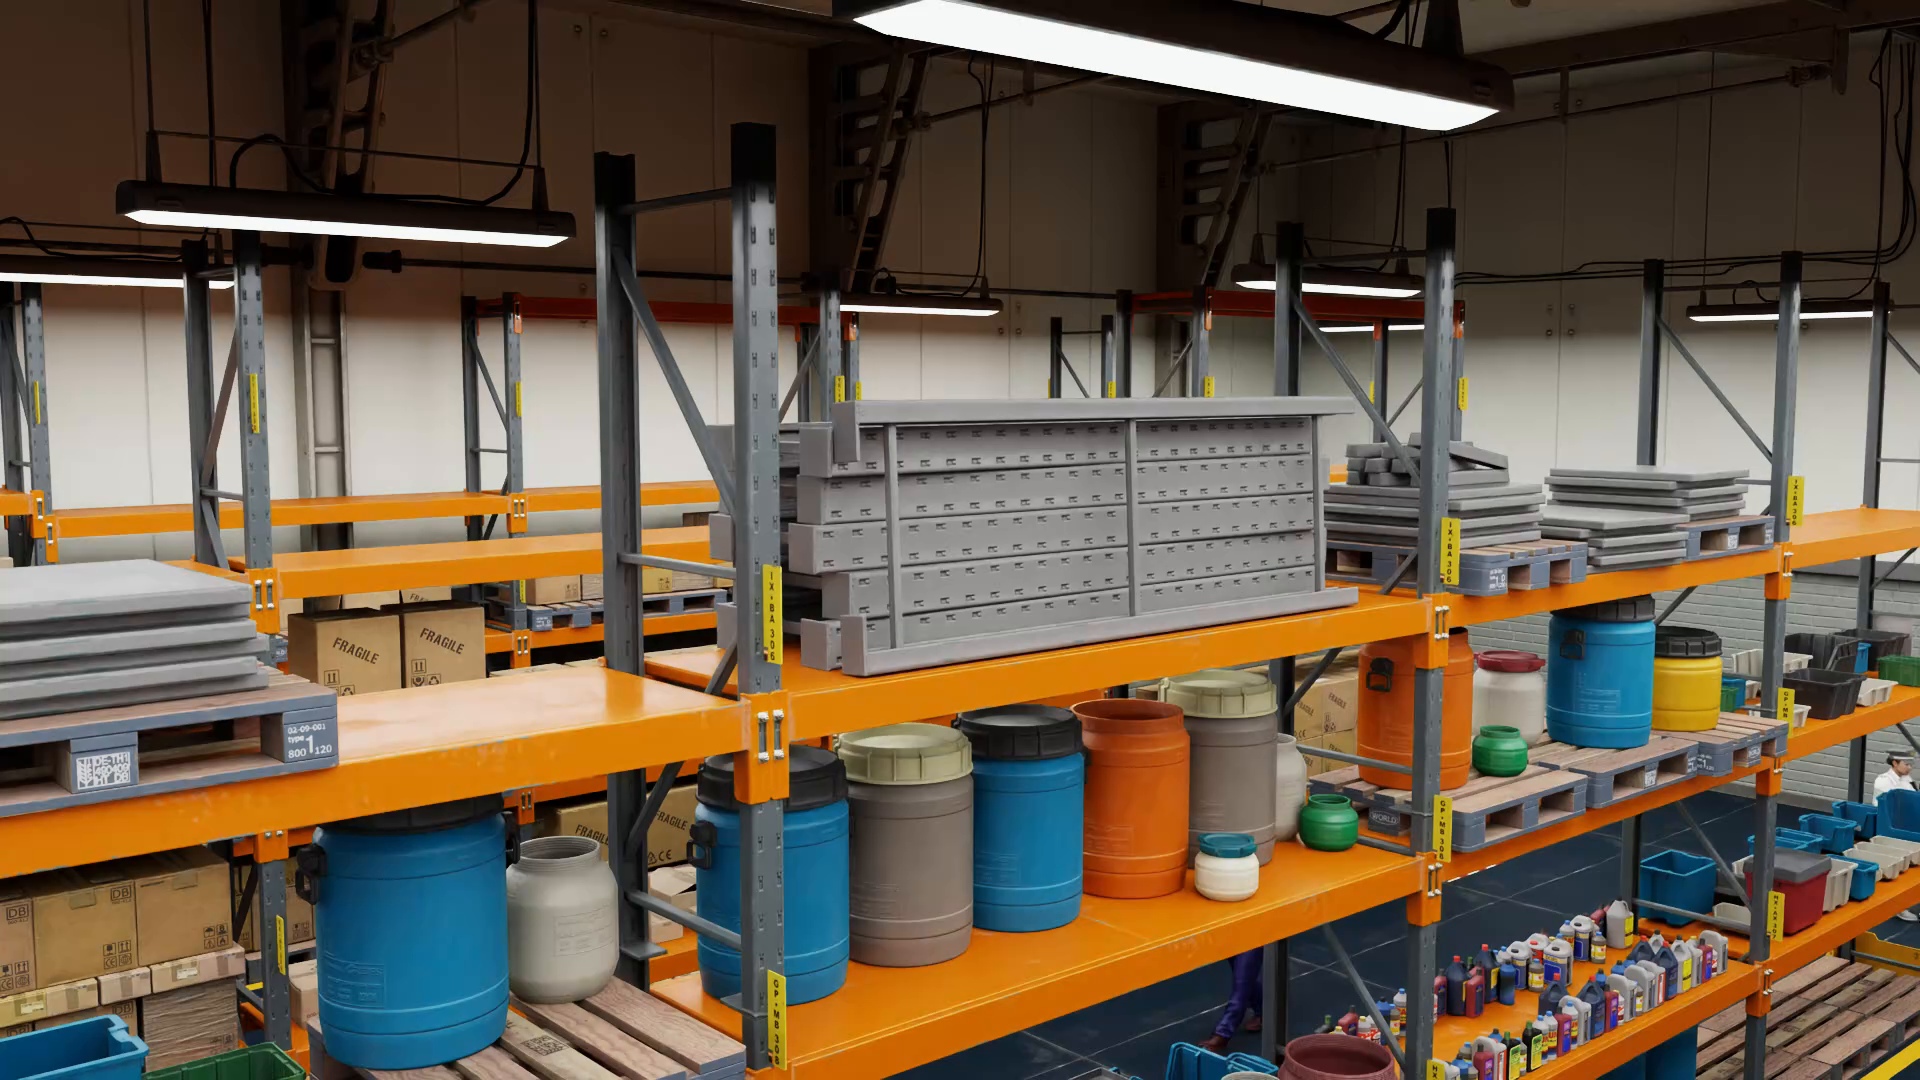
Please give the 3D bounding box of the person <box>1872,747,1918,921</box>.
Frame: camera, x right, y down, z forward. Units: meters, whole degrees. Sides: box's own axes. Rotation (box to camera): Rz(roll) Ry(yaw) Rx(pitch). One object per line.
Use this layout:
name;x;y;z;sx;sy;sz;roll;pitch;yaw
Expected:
person;8.980;2.807;16.078;0.528;1.661;0.587;-2;6;-21

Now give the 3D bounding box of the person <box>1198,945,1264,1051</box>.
person;2.129;3.139;12.967;1.052;1.574;0.494;-4;7;-36
